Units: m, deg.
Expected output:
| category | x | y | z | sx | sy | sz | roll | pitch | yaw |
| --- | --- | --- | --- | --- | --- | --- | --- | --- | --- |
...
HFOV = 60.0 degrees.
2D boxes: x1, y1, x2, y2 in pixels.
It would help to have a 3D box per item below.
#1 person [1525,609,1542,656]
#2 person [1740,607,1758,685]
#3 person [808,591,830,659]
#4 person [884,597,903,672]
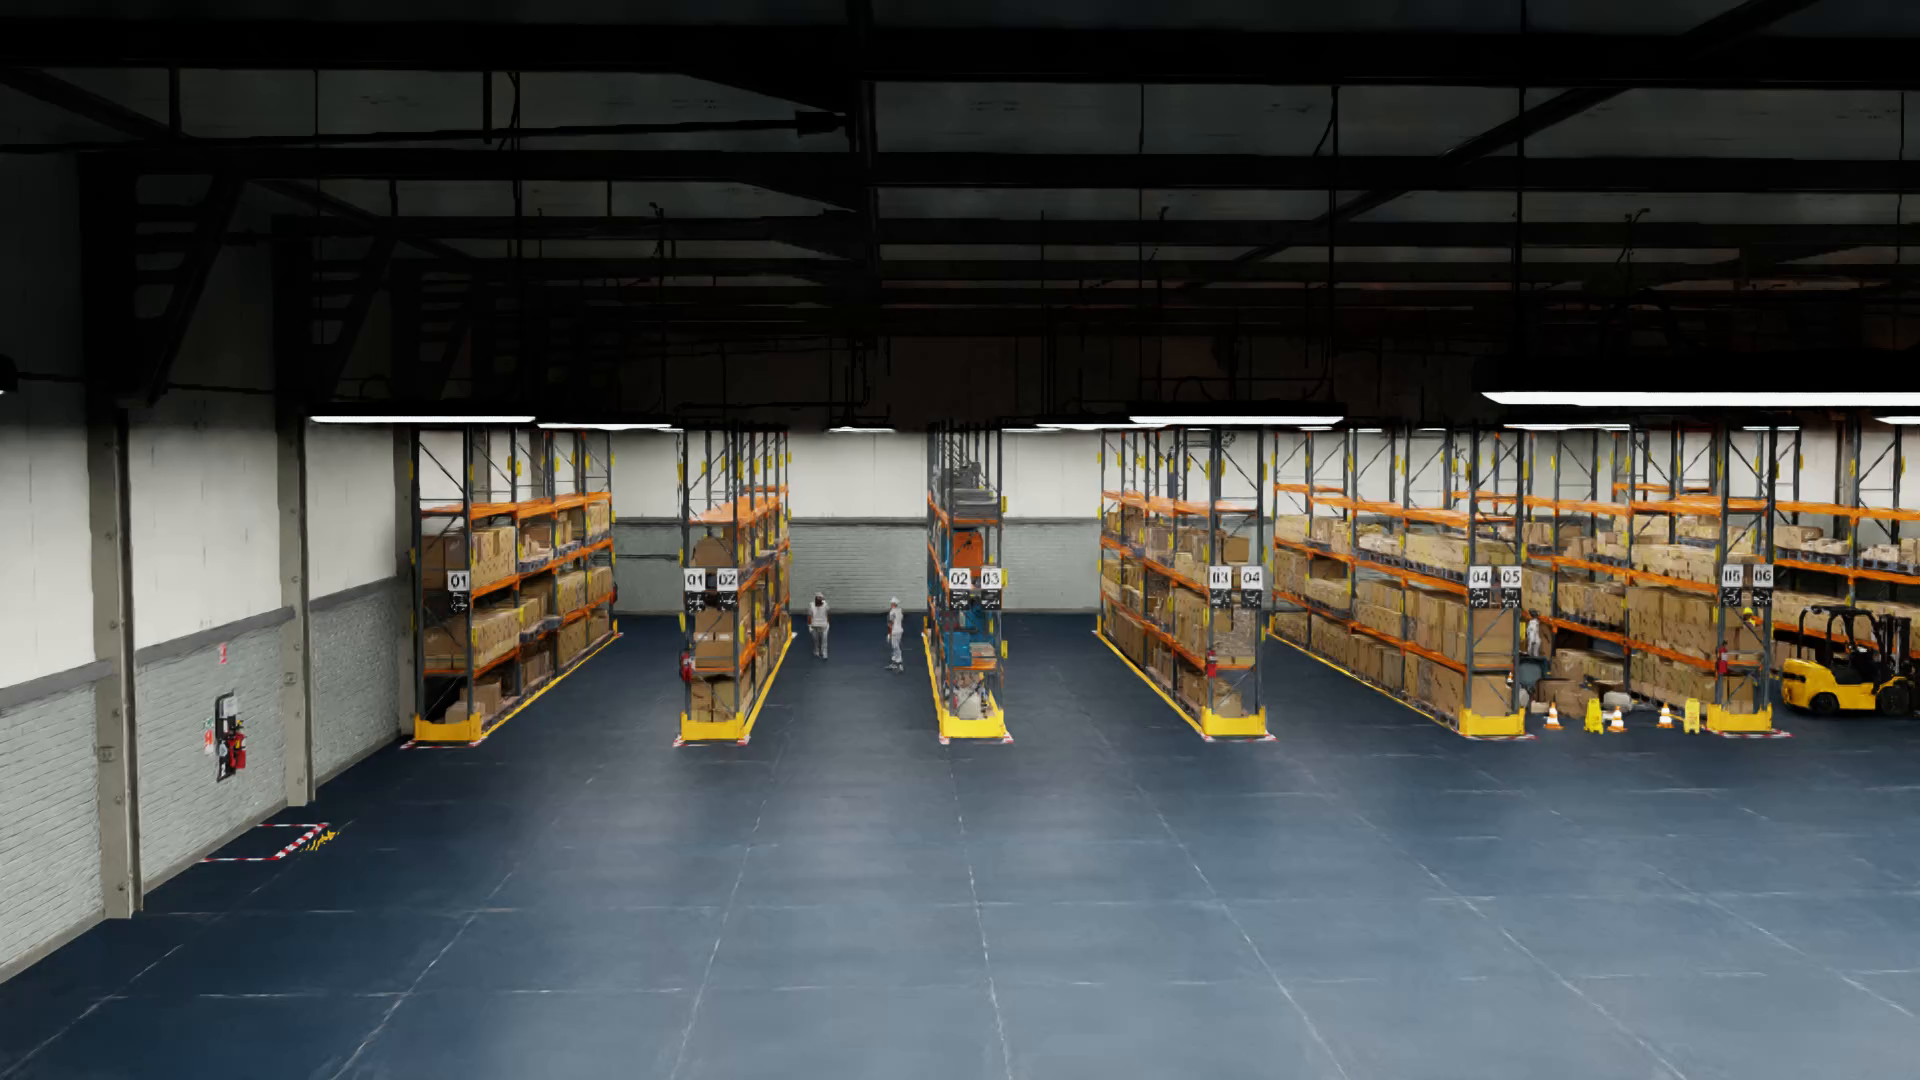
| category | x | y | z | sx | sy | sz | roll | pitch | yaw |
| --- | --- | --- | --- | --- | --- | --- | --- | --- | --- |
| person | 13.209 | 2.417 | 38.395 | 0.538 | 1.661 | 0.577 | 2 | 4 | 23 |
| person | 17.859 | 2.403 | 37.833 | 0.580 | 1.763 | 0.673 | 2 | 4 | 24 |
| person | -3.584 | 2.147 | 42.237 | 0.571 | 1.701 | 1.112 | 0 | 4 | -4 |
| person | -1.594 | 2.263 | 39.923 | 0.581 | 1.782 | 0.664 | 1 | 4 | 19 |
